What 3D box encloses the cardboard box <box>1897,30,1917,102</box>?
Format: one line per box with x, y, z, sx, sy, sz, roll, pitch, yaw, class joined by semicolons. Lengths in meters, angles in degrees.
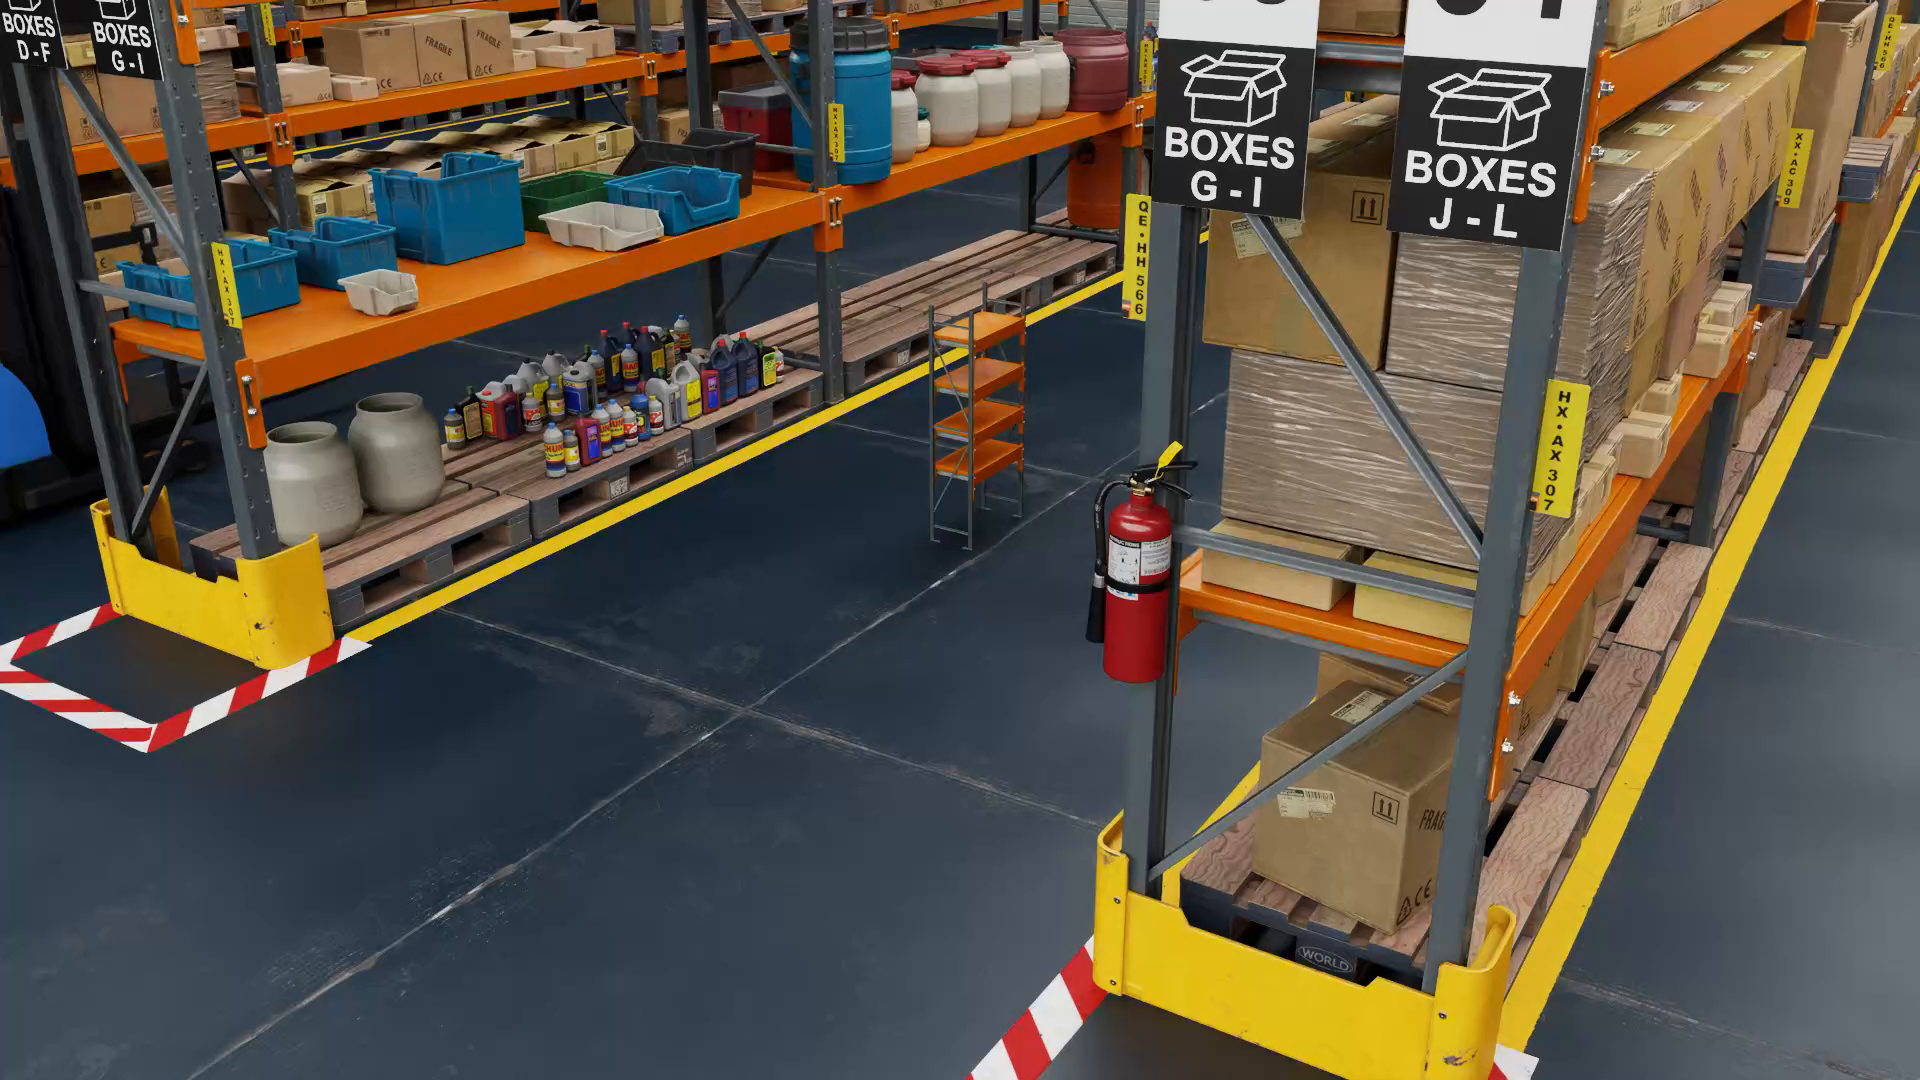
6.979;-3.643;12.763;0.500;0.500;0.500;15;27;31;cardboard box

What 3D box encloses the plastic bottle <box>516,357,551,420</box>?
-2.367;-0.846;9.210;0.144;0.351;0.185;15;28;31;plastic bottle

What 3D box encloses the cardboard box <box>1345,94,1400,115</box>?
1.536;-1.144;5.359;0.500;0.500;0.500;14;27;29;cardboard box

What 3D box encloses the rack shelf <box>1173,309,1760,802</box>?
1.986;-0.272;6.009;1.077;0.370;4.000;14;27;29;rack shelf

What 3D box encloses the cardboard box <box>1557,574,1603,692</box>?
2.240;0.225;6.573;0.500;0.500;0.500;11;26;24;cardboard box

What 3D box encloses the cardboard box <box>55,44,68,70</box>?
-6.006;-3.133;10.770;0.380;0.149;0.250;15;27;30;cardboard box

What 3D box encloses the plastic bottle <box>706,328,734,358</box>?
-1.384;-1.054;9.690;0.144;0.351;0.185;14;27;29;plastic bottle

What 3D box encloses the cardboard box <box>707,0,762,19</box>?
-2.382;-5.448;16.405;0.700;0.500;0.500;20;31;39;cardboard box

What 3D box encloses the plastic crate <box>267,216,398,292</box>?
-2.920;-1.347;7.772;0.499;0.251;0.408;14;27;29;plastic crate

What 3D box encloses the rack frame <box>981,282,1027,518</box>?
0.216;-0.689;8.331;0.240;1.200;0.015;14;27;29;rack frame

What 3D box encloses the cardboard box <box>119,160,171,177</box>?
-5.884;-2.539;12.327;0.500;0.500;0.500;14;27;29;cardboard box

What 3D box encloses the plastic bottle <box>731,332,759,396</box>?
-1.262;-1.024;9.620;0.144;0.351;0.185;13;27;28;plastic bottle

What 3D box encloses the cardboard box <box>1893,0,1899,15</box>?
6.931;-4.266;12.941;0.797;0.503;0.637;13;27;28;cardboard box

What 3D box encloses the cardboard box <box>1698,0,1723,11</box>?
1.936;-1.685;4.780;0.500;0.250;0.500;14;27;29;cardboard box

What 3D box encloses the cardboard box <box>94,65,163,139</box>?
-5.874;-3.070;11.440;0.700;0.500;0.500;14;27;28;cardboard box

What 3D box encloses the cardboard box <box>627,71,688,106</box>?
-2.943;-4.488;16.491;0.500;0.250;0.500;15;28;31;cardboard box

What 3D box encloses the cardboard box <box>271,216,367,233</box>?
-4.950;-2.370;12.881;0.500;0.250;0.500;13;27;28;cardboard box

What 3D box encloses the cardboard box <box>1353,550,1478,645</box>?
1.284;0.142;4.463;0.380;0.149;0.250;14;27;29;cardboard box

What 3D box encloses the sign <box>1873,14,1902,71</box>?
5.617;-3.012;10.074;0.100;0.325;0.005;14;27;29;sign

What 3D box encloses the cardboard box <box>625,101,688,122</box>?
-2.969;-4.124;16.594;0.500;0.500;0.500;15;28;31;cardboard box

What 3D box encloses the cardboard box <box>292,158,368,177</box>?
-5.134;-2.917;13.438;0.500;0.311;0.500;15;27;30;cardboard box

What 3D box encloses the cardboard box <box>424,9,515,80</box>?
-4.134;-4.181;14.006;0.500;0.500;0.500;12;26;26;cardboard box

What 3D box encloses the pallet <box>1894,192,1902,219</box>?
7.728;-2.938;14.771;1.003;0.211;1.213;14;27;29;pallet

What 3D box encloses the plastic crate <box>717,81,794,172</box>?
-1.171;-2.572;10.336;0.402;0.464;0.583;14;27;29;plastic crate

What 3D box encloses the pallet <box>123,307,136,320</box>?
-5.828;-1.815;12.178;1.003;0.211;1.213;14;27;29;pallet

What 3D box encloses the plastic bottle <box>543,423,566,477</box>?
-2.056;-0.462;8.421;0.097;0.271;0.097;0;23;0;plastic bottle

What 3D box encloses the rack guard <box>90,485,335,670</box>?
-3.277;0.146;7.283;1.175;0.500;0.348;14;27;29;rack guard

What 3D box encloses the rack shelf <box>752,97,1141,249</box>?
-0.112;-2.660;11.525;1.077;0.370;4.000;14;27;29;rack shelf

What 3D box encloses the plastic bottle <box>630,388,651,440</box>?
-1.715;-0.680;8.925;0.097;0.271;0.097;0;23;0;plastic bottle

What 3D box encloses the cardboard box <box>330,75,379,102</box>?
-4.732;-3.496;12.865;0.380;0.149;0.250;14;27;29;cardboard box

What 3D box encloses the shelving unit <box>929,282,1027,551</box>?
0.087;-0.606;8.141;0.258;1.200;0.503;14;27;29;shelving unit

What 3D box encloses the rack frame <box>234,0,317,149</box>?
-7.474;-5.742;17.737;1.000;3.000;0.127;14;27;29;rack frame

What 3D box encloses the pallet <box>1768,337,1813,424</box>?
4.737;-1.084;10.489;1.003;0.211;1.213;14;27;29;pallet

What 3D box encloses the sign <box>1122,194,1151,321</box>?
0.470;-0.727;4.298;0.100;0.325;0.005;14;27;29;sign

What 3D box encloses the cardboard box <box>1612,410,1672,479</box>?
2.158;-0.344;5.586;0.380;0.149;0.250;14;27;29;cardboard box

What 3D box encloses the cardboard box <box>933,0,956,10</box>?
-0.385;-6.389;19.107;0.500;0.500;0.500;14;27;30;cardboard box

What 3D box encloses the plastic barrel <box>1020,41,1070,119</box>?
0.582;-3.325;12.014;0.421;0.512;0.421;0;23;0;plastic barrel

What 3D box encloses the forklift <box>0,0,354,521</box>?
-4.792;-1.760;8.625;1.130;2.935;3.031;15;28;31;forklift

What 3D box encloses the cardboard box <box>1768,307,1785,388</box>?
4.533;-1.262;9.982;0.700;0.500;0.500;11;26;25;cardboard box

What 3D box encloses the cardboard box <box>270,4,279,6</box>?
-7.519;-5.799;18.161;0.380;0.149;0.250;14;27;30;cardboard box

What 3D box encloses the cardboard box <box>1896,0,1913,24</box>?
7.731;-4.497;13.734;0.500;0.500;0.500;14;27;29;cardboard box

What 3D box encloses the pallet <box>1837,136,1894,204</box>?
4.866;-2.277;9.975;1.213;0.211;1.003;14;27;29;pallet

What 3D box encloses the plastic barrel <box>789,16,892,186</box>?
-0.706;-2.612;9.878;0.600;0.901;0.708;14;27;29;plastic barrel

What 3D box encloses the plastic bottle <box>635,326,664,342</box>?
-1.855;-1.137;9.975;0.152;0.276;0.135;15;28;31;plastic bottle

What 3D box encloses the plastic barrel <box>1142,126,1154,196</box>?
1.782;-3.301;14.607;0.600;0.588;0.708;14;27;29;plastic barrel

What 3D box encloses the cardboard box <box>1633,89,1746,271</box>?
2.243;-1.203;5.495;0.500;0.500;0.500;14;27;29;cardboard box

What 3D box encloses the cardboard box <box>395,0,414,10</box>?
-6.448;-6.138;18.944;0.380;0.149;0.250;14;27;30;cardboard box

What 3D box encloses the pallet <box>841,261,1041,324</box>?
-0.143;-1.722;11.963;1.003;0.211;1.213;14;27;29;pallet

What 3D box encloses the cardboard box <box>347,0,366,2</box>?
-6.716;-6.218;18.313;0.500;0.500;0.500;15;28;31;cardboard box

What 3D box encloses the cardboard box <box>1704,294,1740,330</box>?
3.037;-0.946;6.975;0.380;0.149;0.250;14;27;29;cardboard box

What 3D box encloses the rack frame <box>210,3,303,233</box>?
-5.373;-3.355;12.223;1.000;3.000;0.127;14;27;29;rack frame

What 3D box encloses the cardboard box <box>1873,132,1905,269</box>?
6.470;-2.673;12.795;1.225;0.875;0.875;13;27;27;cardboard box

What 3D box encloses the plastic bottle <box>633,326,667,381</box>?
-1.823;-1.086;9.763;0.144;0.351;0.185;14;27;29;plastic bottle

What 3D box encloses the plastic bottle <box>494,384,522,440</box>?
-2.434;-0.690;8.933;0.061;0.283;0.133;14;27;29;plastic bottle

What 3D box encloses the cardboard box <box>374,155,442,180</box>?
-4.403;-2.973;13.568;0.500;0.311;0.500;13;27;27;cardboard box

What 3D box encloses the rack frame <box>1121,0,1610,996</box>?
0.931;0.073;4.307;1.000;3.000;0.127;14;27;29;rack frame
